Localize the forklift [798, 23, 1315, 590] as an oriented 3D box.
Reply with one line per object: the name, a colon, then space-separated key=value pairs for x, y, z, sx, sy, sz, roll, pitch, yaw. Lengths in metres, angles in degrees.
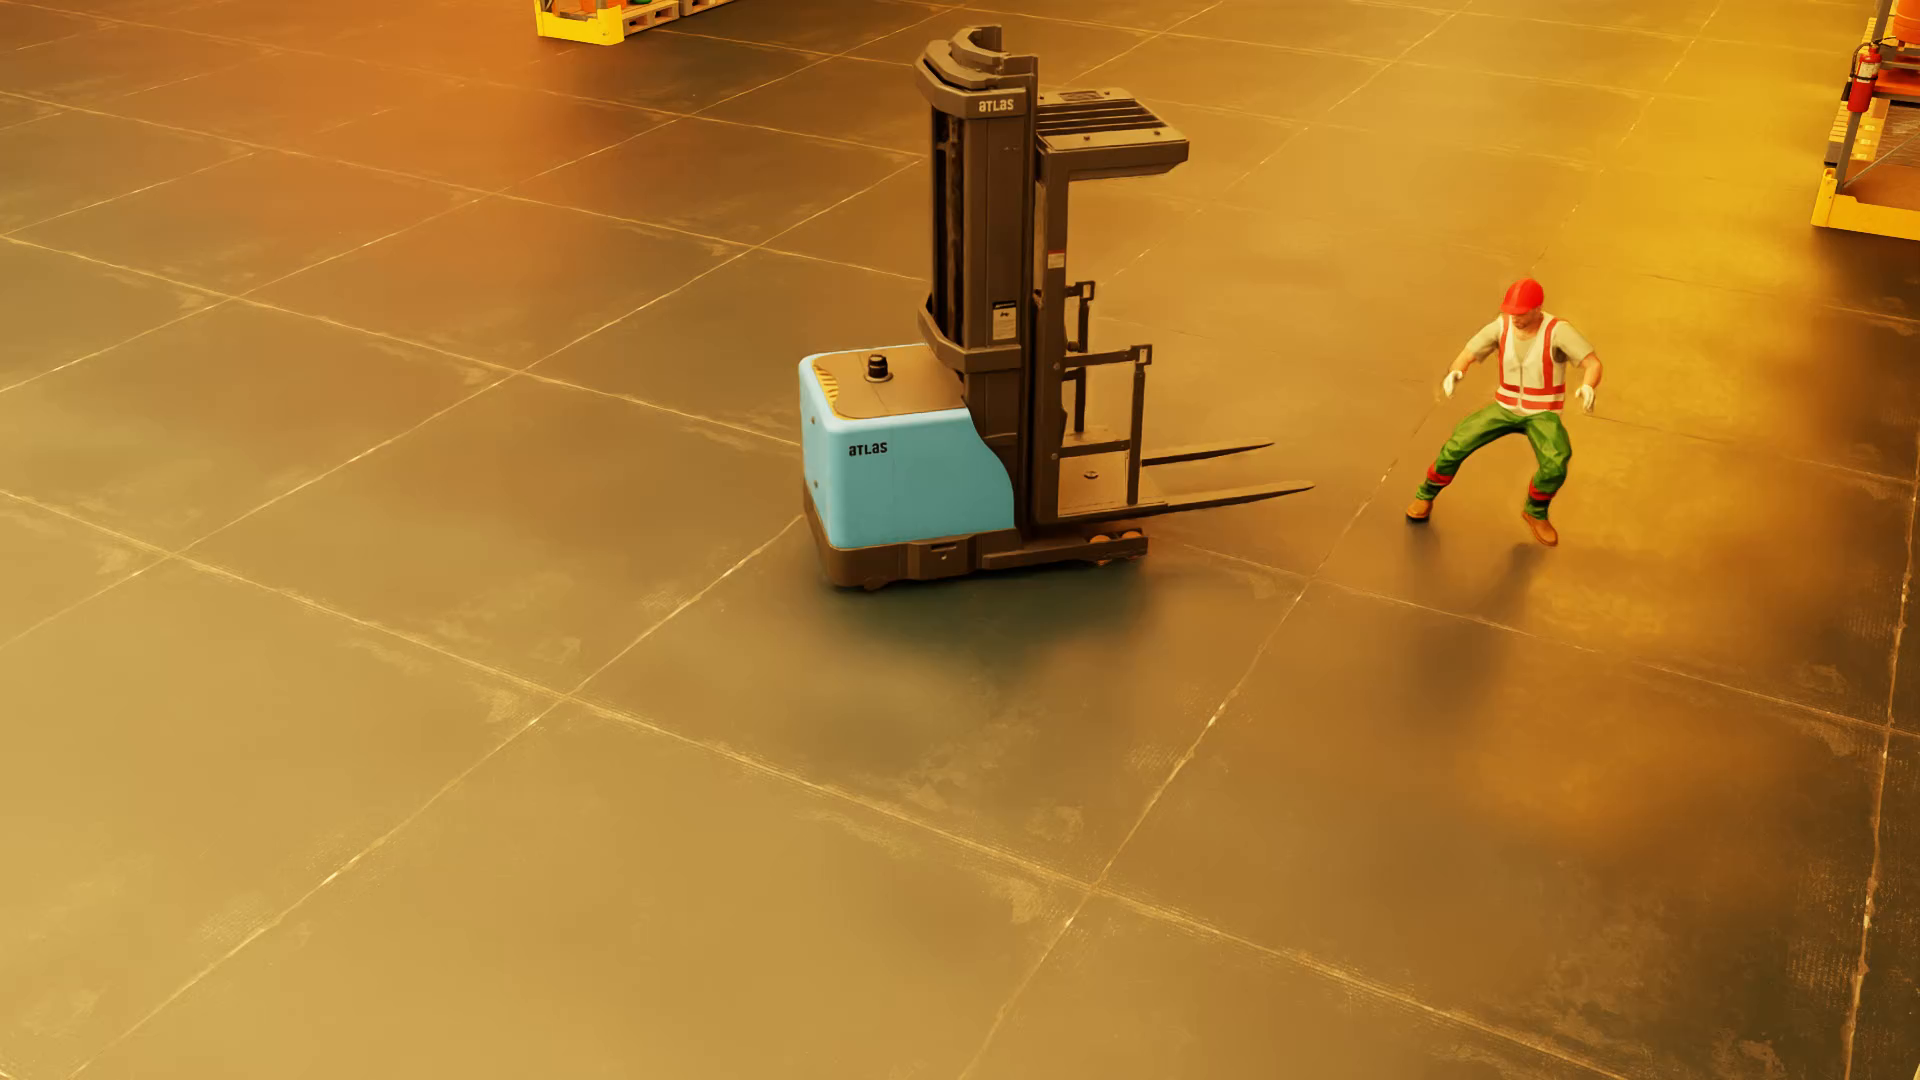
forklift: x=0.616 y=-1.375 z=9.453 sx=3.031 sy=2.935 sz=1.130 roll=-7 pitch=31 yaw=-13

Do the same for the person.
person: x=3.234 y=-0.742 z=9.731 sx=1.009 sy=1.564 sz=0.774 roll=23 pitch=37 yaw=34
